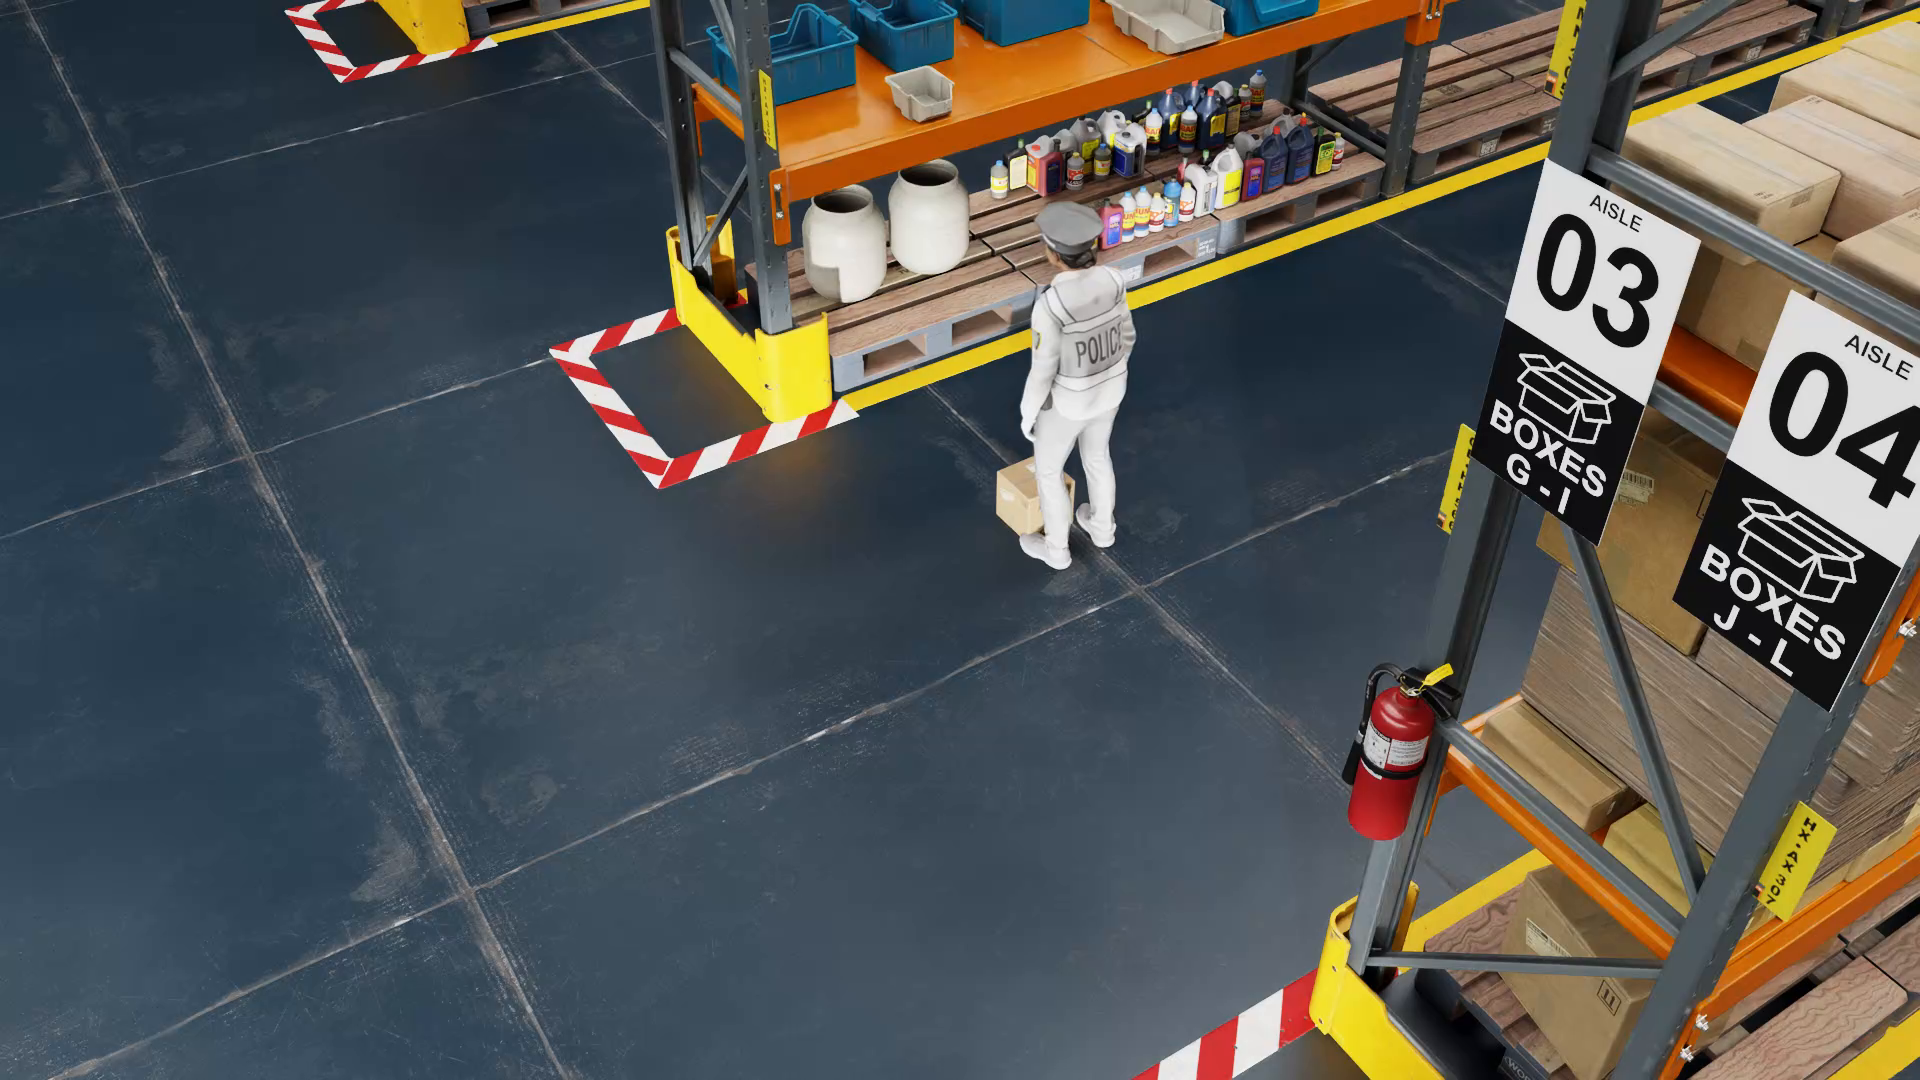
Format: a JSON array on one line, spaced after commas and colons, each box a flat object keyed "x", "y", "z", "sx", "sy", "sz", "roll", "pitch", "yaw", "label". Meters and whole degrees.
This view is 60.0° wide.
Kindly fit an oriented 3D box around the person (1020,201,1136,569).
[{"x": 0.470, "y": -0.589, "z": 6.834, "sx": 0.538, "sy": 1.661, "sz": 0.373, "roll": -25, "pitch": 47, "yaw": -26, "label": "person"}]
